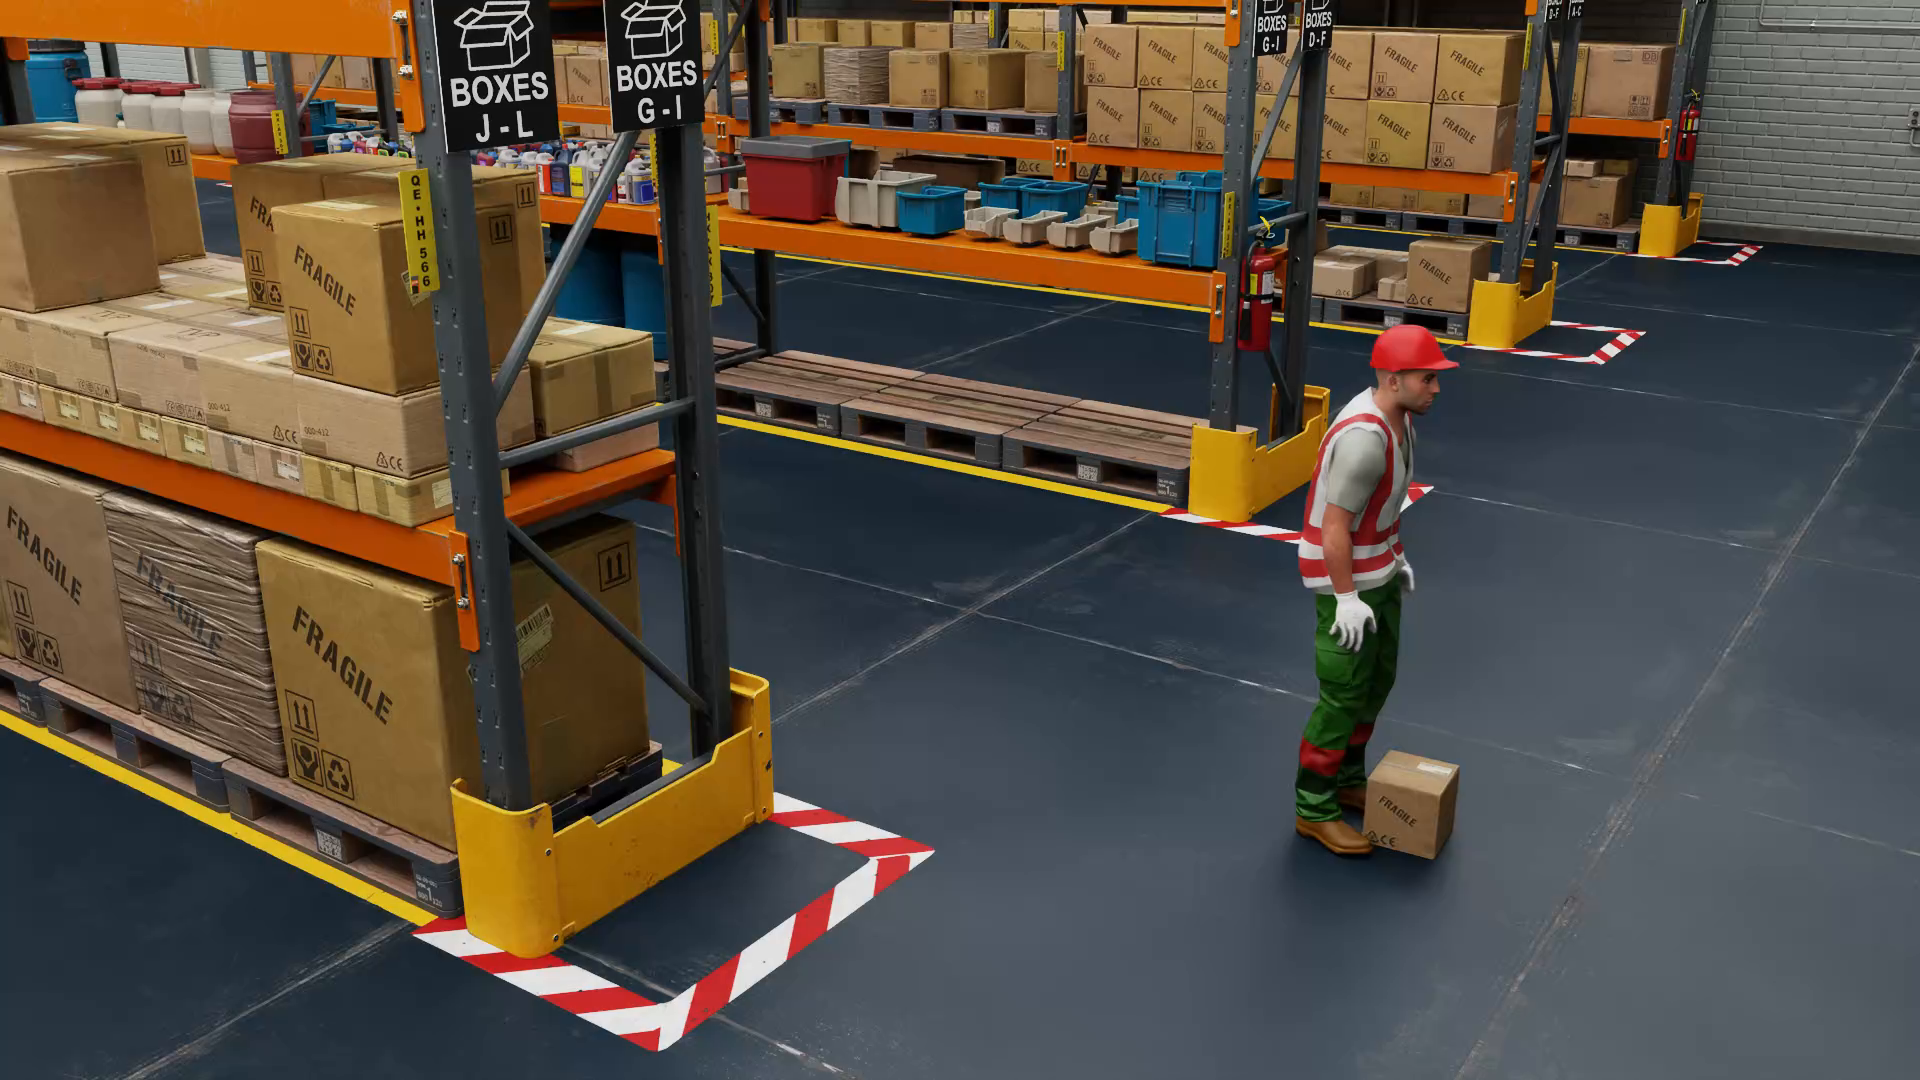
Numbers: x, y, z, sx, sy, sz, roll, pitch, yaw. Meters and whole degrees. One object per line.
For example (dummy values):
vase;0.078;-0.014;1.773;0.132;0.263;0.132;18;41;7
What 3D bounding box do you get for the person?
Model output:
person;1.383;0.146;5.636;0.445;1.781;0.621;12;23;29
